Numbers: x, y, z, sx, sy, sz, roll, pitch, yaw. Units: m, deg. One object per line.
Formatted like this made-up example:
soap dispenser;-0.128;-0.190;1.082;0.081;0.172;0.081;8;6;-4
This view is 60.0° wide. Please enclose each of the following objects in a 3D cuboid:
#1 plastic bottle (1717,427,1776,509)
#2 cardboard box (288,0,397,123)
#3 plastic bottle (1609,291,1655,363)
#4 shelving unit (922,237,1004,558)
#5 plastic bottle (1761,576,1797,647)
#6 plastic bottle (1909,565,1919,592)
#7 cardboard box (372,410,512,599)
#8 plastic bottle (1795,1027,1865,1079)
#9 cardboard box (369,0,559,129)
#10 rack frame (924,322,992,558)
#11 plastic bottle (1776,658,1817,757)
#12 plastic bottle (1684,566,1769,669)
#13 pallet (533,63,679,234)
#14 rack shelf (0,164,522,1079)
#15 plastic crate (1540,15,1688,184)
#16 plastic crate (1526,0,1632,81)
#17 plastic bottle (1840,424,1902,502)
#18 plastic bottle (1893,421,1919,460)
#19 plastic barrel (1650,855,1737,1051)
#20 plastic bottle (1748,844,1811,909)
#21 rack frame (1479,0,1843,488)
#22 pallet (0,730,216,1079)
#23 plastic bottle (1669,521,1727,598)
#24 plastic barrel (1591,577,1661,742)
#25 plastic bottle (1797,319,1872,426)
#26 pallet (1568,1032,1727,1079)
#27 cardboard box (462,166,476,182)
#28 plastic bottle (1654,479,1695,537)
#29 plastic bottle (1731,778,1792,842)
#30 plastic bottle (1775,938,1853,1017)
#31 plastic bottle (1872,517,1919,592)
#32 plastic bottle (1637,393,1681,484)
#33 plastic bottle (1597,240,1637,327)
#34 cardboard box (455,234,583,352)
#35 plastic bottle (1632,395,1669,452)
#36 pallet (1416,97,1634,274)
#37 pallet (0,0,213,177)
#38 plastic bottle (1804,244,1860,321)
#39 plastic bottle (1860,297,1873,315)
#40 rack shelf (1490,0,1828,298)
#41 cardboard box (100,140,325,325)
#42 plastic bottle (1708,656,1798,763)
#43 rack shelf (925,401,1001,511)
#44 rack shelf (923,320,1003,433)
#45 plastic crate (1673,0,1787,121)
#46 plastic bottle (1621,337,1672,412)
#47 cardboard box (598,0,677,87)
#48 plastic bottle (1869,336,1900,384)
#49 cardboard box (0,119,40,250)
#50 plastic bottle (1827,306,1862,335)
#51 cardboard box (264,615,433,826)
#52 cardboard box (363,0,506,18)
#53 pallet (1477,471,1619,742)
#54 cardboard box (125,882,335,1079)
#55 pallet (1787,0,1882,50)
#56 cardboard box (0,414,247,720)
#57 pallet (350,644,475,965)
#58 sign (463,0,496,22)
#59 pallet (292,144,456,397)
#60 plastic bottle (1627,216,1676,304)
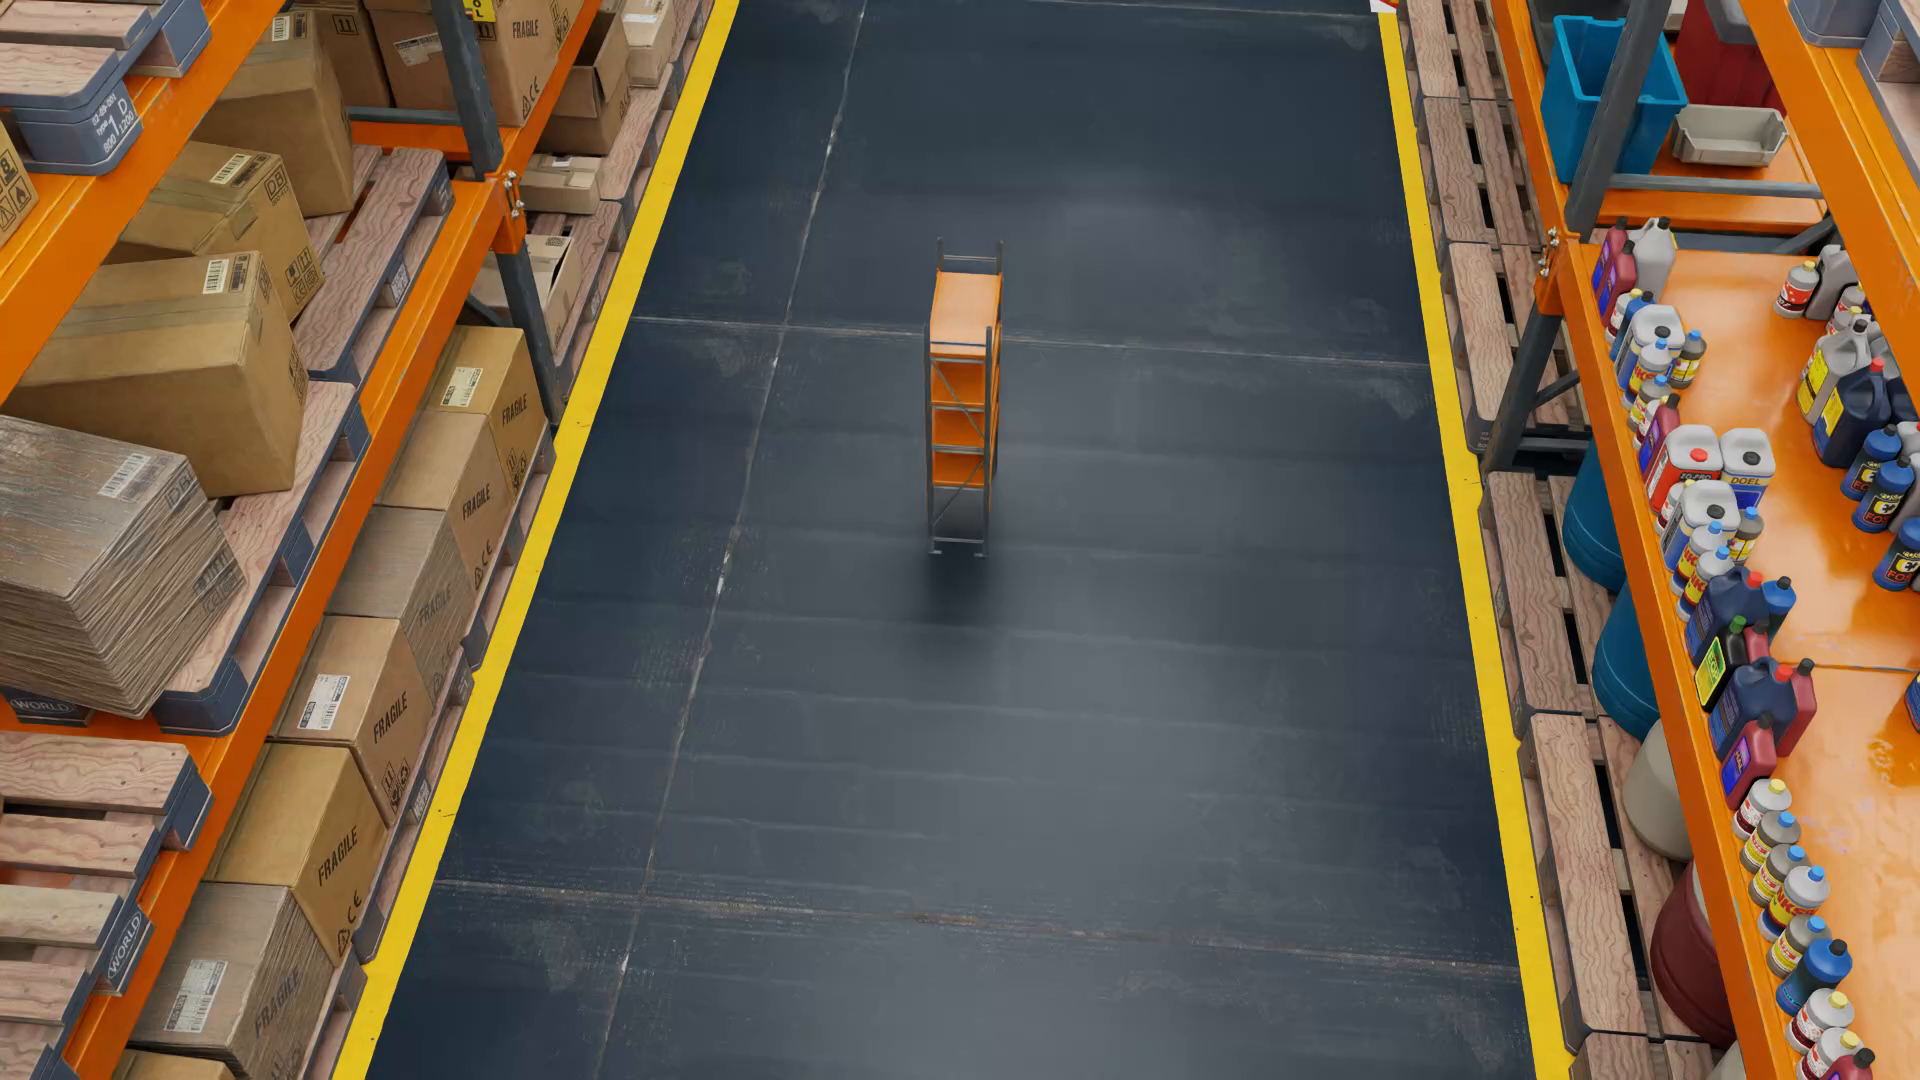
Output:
plastic bottle;2.343;-0.197;5.008;0.152;0.276;0.135;4;48;4
cardboard box;-2.445;-1.998;6.503;0.500;0.500;0.500;5;48;4
plastic bottle;2.226;-0.704;5.475;0.097;0.271;0.097;0;48;0
shelving unit;0.015;-0.527;6.444;0.258;1.200;0.503;4;48;4
plastic bottle;2.258;0.201;4.647;0.097;0.271;0.097;0;48;0
plastic bottle;2.871;0.017;4.811;0.152;0.276;0.135;4;48;4
cardboard box;-2.048;-0.140;6.267;0.500;0.500;0.500;4;48;4
plastic bottle;1.994;1.183;3.796;0.097;0.201;0.097;0;48;0
cardboard box;-1.917;-1.970;6.477;0.500;0.500;0.500;5;48;5
rack frame;-0.007;-0.347;6.280;0.240;1.200;0.015;4;48;4
plastic bottle;2.209;0.443;4.417;0.061;0.283;0.133;4;48;4
plastic bottle;2.134;0.198;4.595;0.144;0.351;0.185;4;48;4
pallet;-2.063;-2.042;8.501;1.003;0.211;1.213;4;48;4
rack shelf;-2.417;0.132;5.110;1.077;0.370;4.000;4;48;4
plastic crate;2.400;-1.625;6.200;0.392;0.384;0.575;4;48;4
plastic crate;2.532;-2.012;6.729;0.437;0.125;0.590;4;48;4
plastic bottle;2.778;-0.245;5.054;0.097;0.271;0.097;0;48;0
plastic bottle;2.904;-0.252;5.058;0.152;0.276;0.135;4;48;4
plastic barrel;2.463;1.177;5.016;0.600;0.588;0.708;4;48;4
plastic bottle;2.039;0.826;4.123;0.097;0.201;0.097;0;48;0
rack frame;2.697;-1.244;5.881;1.000;3.000;0.127;4;48;4
pallet;-2.608;0.921;4.031;1.213;0.211;1.003;4;48;4
plastic bottle;2.132;0.048;4.786;0.097;0.271;0.097;0;48;0
plastic barrel;2.566;0.241;5.660;0.600;0.901;0.708;4;48;4
plastic bottle;2.796;-0.540;5.270;0.144;0.351;0.185;4;48;4
pallet;2.363;2.054;4.754;1.003;0.211;1.213;4;48;4
cardboard box;-2.397;-1.810;7.923;0.500;0.311;0.500;4;48;4
plastic bottle;2.153;-0.099;4.968;0.097;0.201;0.097;0;48;0
plastic bottle;2.057;0.682;4.254;0.097;0.201;0.097;0;48;0
plastic bottle;2.012;1.016;3.901;0.097;0.271;0.097;0;48;0
plastic bottle;2.745;0.024;4.808;0.097;0.271;0.097;0;48;0
plastic bottle;2.158;-0.311;5.107;0.061;0.283;0.133;4;48;4
plastic bottle;2.227;-0.866;5.614;0.061;0.283;0.133;4;48;4
cardboard box;-1.981;-1.115;7.287;0.500;0.311;0.500;4;48;4
plastic bottle;2.187;-0.367;5.214;0.097;0.201;0.097;0;48;0
pallet;2.834;-1.745;8.229;1.003;0.211;1.213;4;48;4
pallet;-2.456;-1.292;4.020;1.213;0.211;1.003;4;48;4
plastic bottle;2.983;-0.891;5.642;0.152;0.276;0.135;4;48;4
plastic bottle;3.008;-0.720;5.481;0.061;0.283;0.133;4;48;4
rack shelf;2.880;-2.471;7.491;1.077;0.370;4.000;4;48;4
cardboard box;-2.501;-0.913;5.226;0.700;0.500;0.500;11;48;10
plastic bottle;2.105;0.432;4.382;0.144;0.351;0.185;4;48;4
rack shelf;0.015;-0.347;6.641;0.258;0.148;0.480;4;48;4
rack shelf;0.015;-0.632;6.329;0.258;0.148;0.480;4;48;4
plastic crate;3.028;-1.925;6.420;0.402;0.464;0.583;4;48;4
plastic bottle;2.205;-0.534;5.319;0.097;0.271;0.097;0;48;0
cardboard box;-1.791;-2.628;8.712;0.500;0.250;0.500;4;48;4
plastic bottle;2.939;-0.530;5.261;0.144;0.351;0.185;4;48;4
cardboard box;-2.500;-0.766;3.344;0.910;0.500;0.500;4;48;4
plastic bottle;2.927;-0.685;5.504;0.097;0.201;0.097;0;48;0
cardboard box;-2.138;0.602;5.588;0.500;0.500;0.500;2;48;2
cardboard box;-1.912;-2.279;6.082;0.500;0.500;0.500;5;48;5
pallet;2.585;0.261;6.394;1.003;0.211;1.213;4;48;4
cardboard box;-2.231;1.354;4.900;0.500;0.500;0.500;2;48;2
pallet;2.723;-1.610;4.311;1.213;0.211;1.003;4;48;4
cardboard box;-2.381;0.054;4.341;0.700;0.500;0.500;12;49;11
pallet;-2.380;0.860;5.846;1.003;0.211;1.213;4;48;4
sign;-1.682;-1.936;5.729;0.100;0.325;0.005;4;48;4
pallet;-2.417;-0.935;5.729;1.003;0.211;1.213;4;48;4
plastic bottle;2.339;-0.961;5.655;0.144;0.351;0.185;4;48;4
